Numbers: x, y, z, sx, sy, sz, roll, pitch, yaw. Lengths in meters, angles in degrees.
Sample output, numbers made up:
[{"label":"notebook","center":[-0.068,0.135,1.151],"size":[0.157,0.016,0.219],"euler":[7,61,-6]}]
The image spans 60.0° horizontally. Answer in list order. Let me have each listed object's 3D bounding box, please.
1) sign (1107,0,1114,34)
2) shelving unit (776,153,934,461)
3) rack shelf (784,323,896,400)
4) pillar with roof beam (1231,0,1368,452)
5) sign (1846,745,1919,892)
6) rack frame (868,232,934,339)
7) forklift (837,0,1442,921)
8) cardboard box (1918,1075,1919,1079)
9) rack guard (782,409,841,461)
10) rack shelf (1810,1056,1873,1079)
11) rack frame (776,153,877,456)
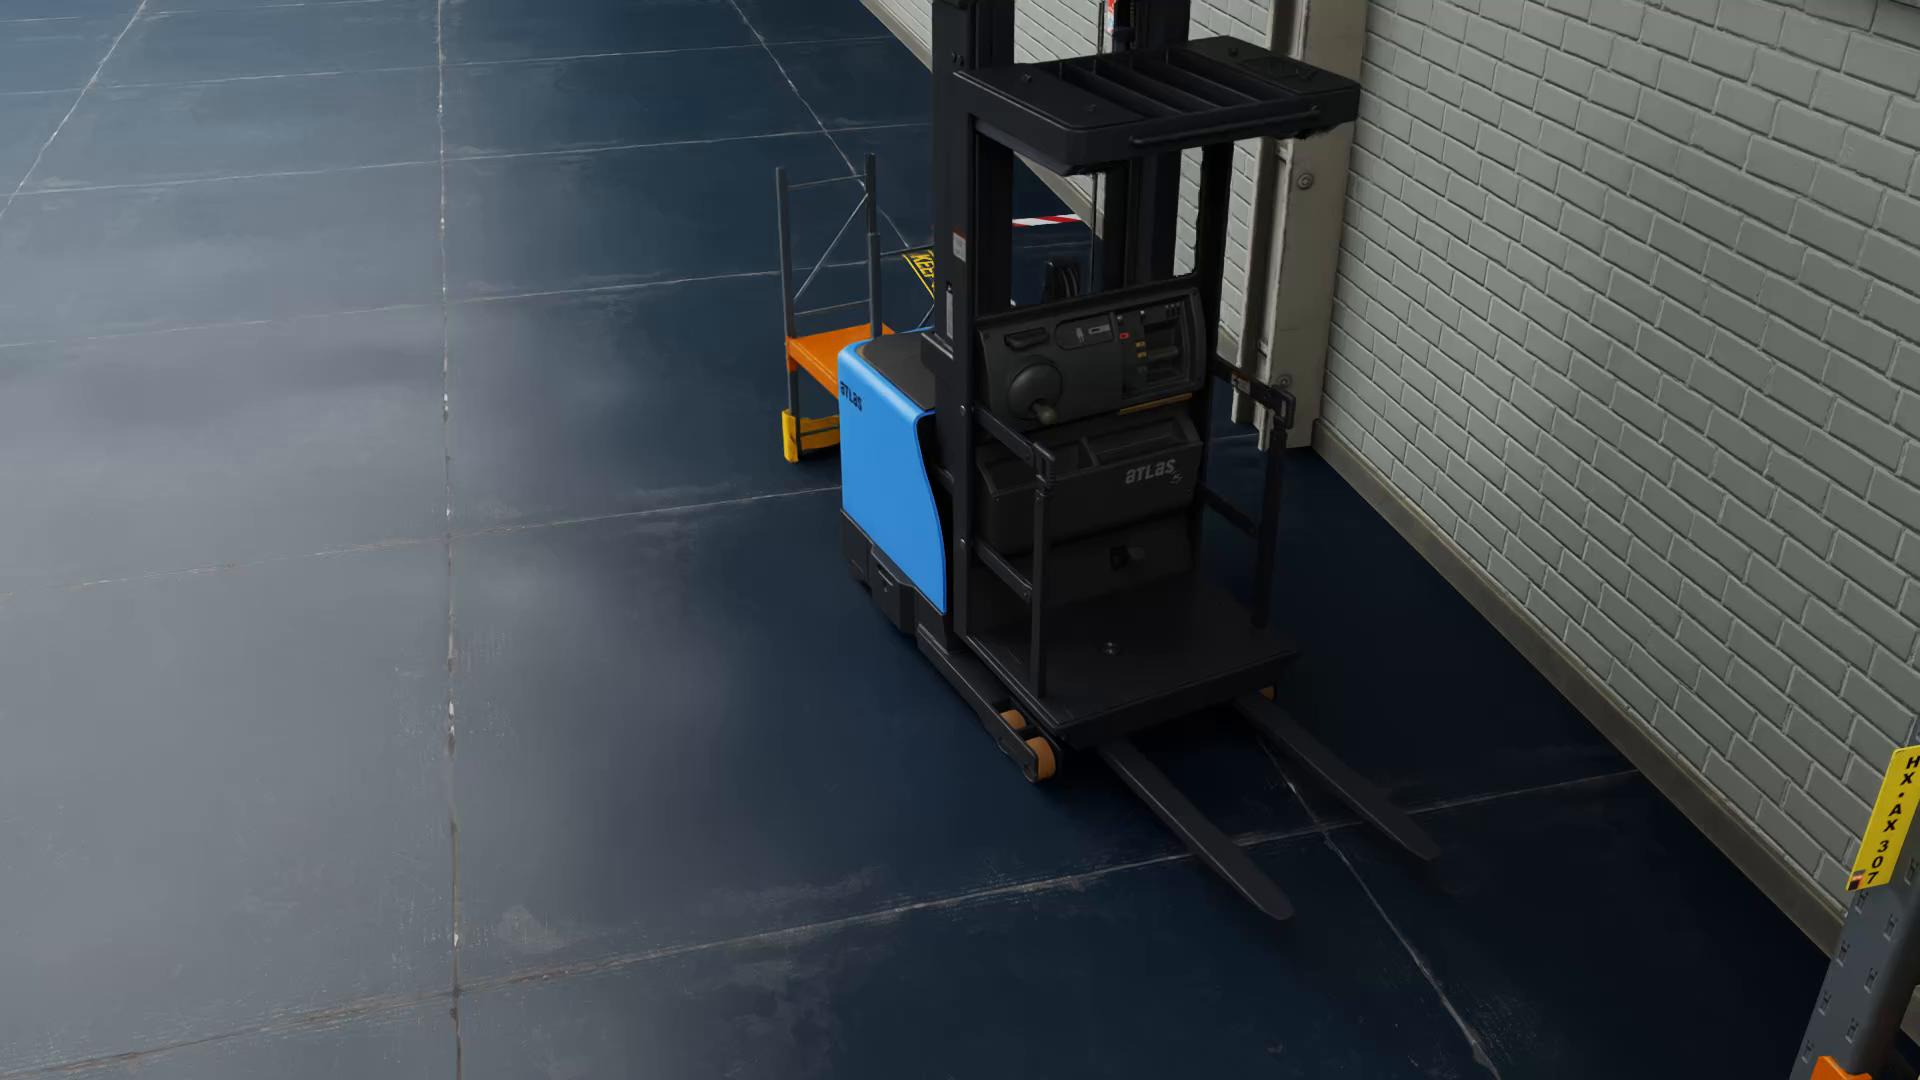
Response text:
[{"label":"sign","center":[0.978,-3.362,10.529],"size":[0.001,0.329,0.234],"euler":[-8,31,-13]},{"label":"shelving unit","center":[-0.391,-0.911,7.826],"size":[0.587,1.500,1.083],"euler":[-15,33,-24]},{"label":"rack shelf","center":[-0.395,-0.759,7.923],"size":[0.538,0.185,1.000],"euler":[-15,33,-24]},{"label":"pillar with roof beam","center":[-2.506,-3.892,5.490],"size":[9.100,9.000,0.400],"euler":[-8,31,-13]},{"label":"sign","center":[1.694,0.505,3.019],"size":[0.100,0.325,0.005],"euler":[-8,31,-13]},{"label":"rack frame","center":[-0.159,-0.689,7.444],"size":[0.500,1.500,0.032],"euler":[-15,33,-24]},{"label":"forklift","center":[0.596,-0.626,5.905],"size":[1.130,2.935,3.031],"euler":[-15,33,-24]},{"label":"cardboard box","center":[2.041,1.141,2.913],"size":[0.500,0.250,0.500],"euler":[-9,31,-15]},{"label":"rack guard","center":[-0.623,-0.590,8.520],"size":[0.587,0.250,0.087],"euler":[-15,33,-24]},{"label":"rack shelf","center":[2.748,2.085,1.872],"size":[1.077,0.370,4.000],"euler":[-8,31,-13]},{"label":"rack frame","center":[-0.632,-1.140,8.222],"size":[0.500,1.500,0.032],"euler":[-15,33,-24]}]
